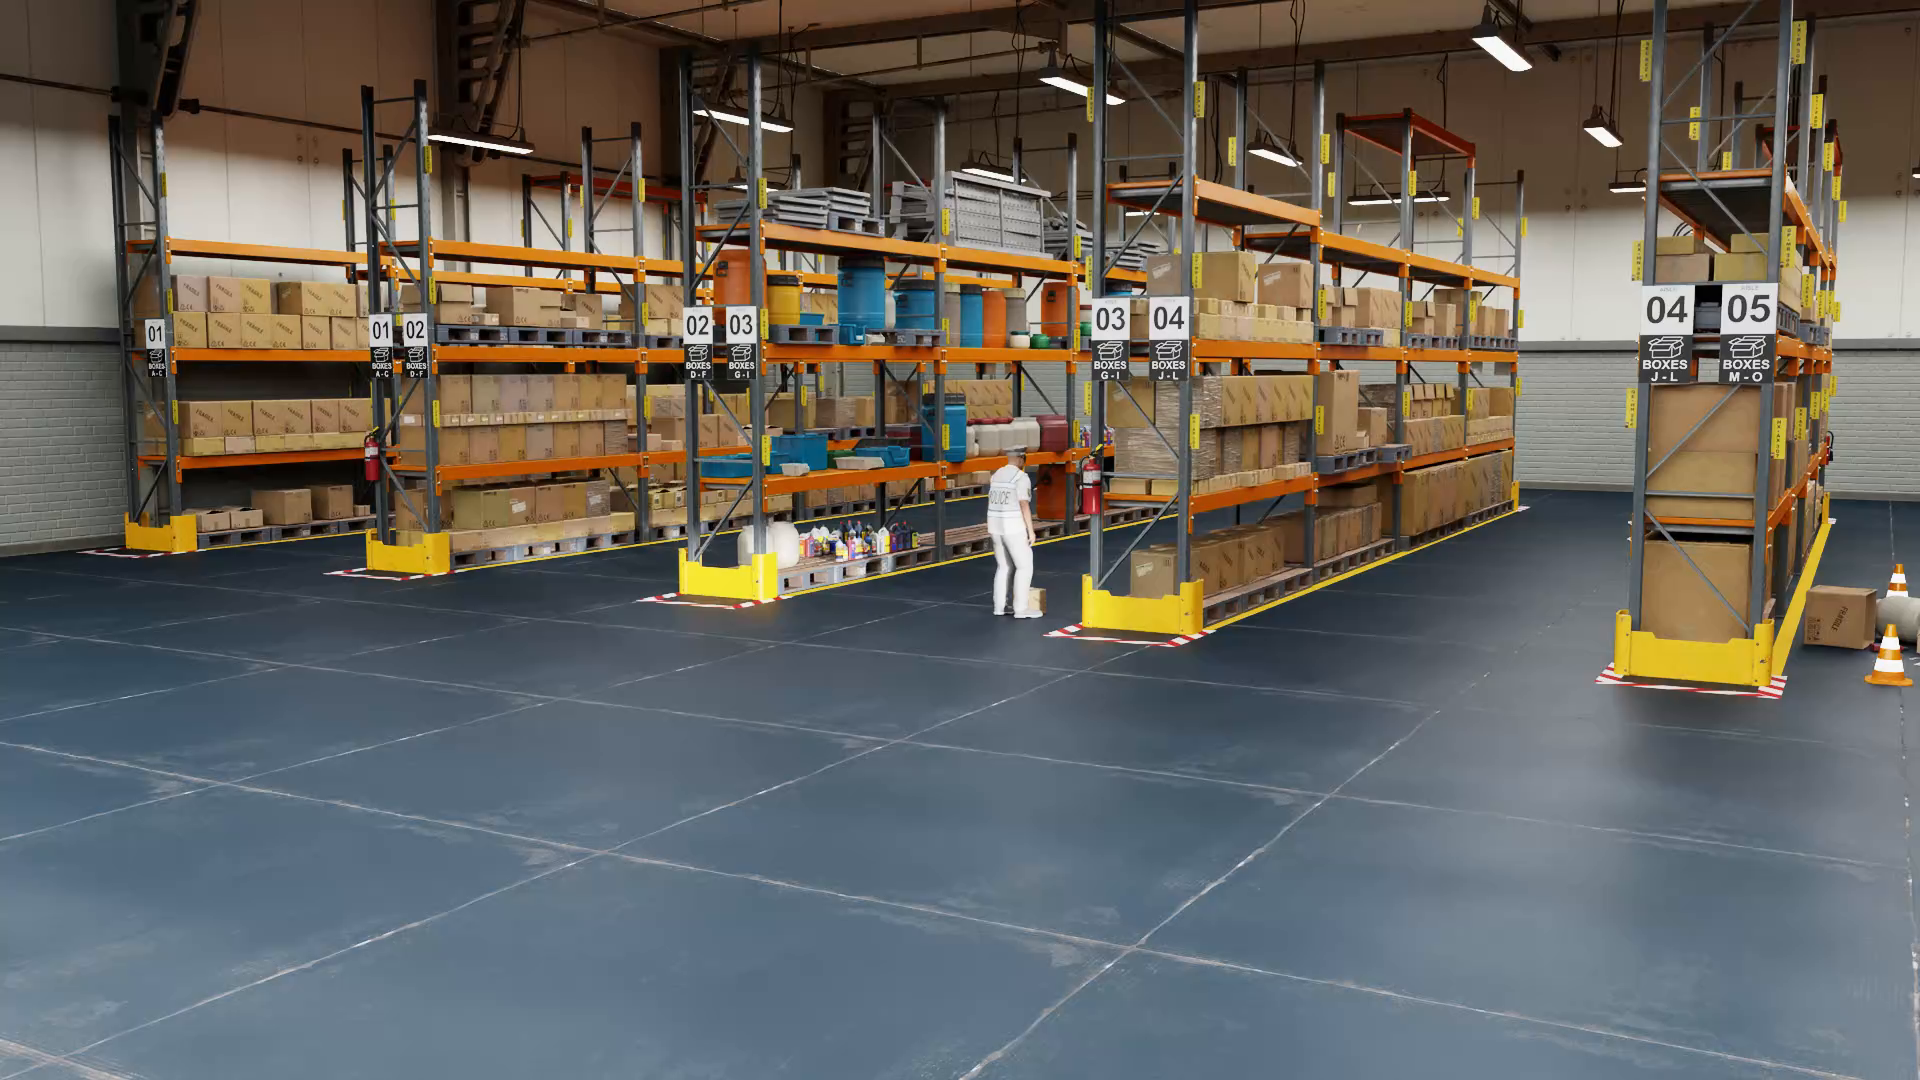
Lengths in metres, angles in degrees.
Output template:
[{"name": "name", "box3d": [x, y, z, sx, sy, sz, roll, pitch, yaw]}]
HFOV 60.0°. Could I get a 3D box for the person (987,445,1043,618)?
[{"name": "person", "box3d": [0.522, -0.091, 16.982, 0.438, 1.747, 0.584, -5, 8, -42]}]
